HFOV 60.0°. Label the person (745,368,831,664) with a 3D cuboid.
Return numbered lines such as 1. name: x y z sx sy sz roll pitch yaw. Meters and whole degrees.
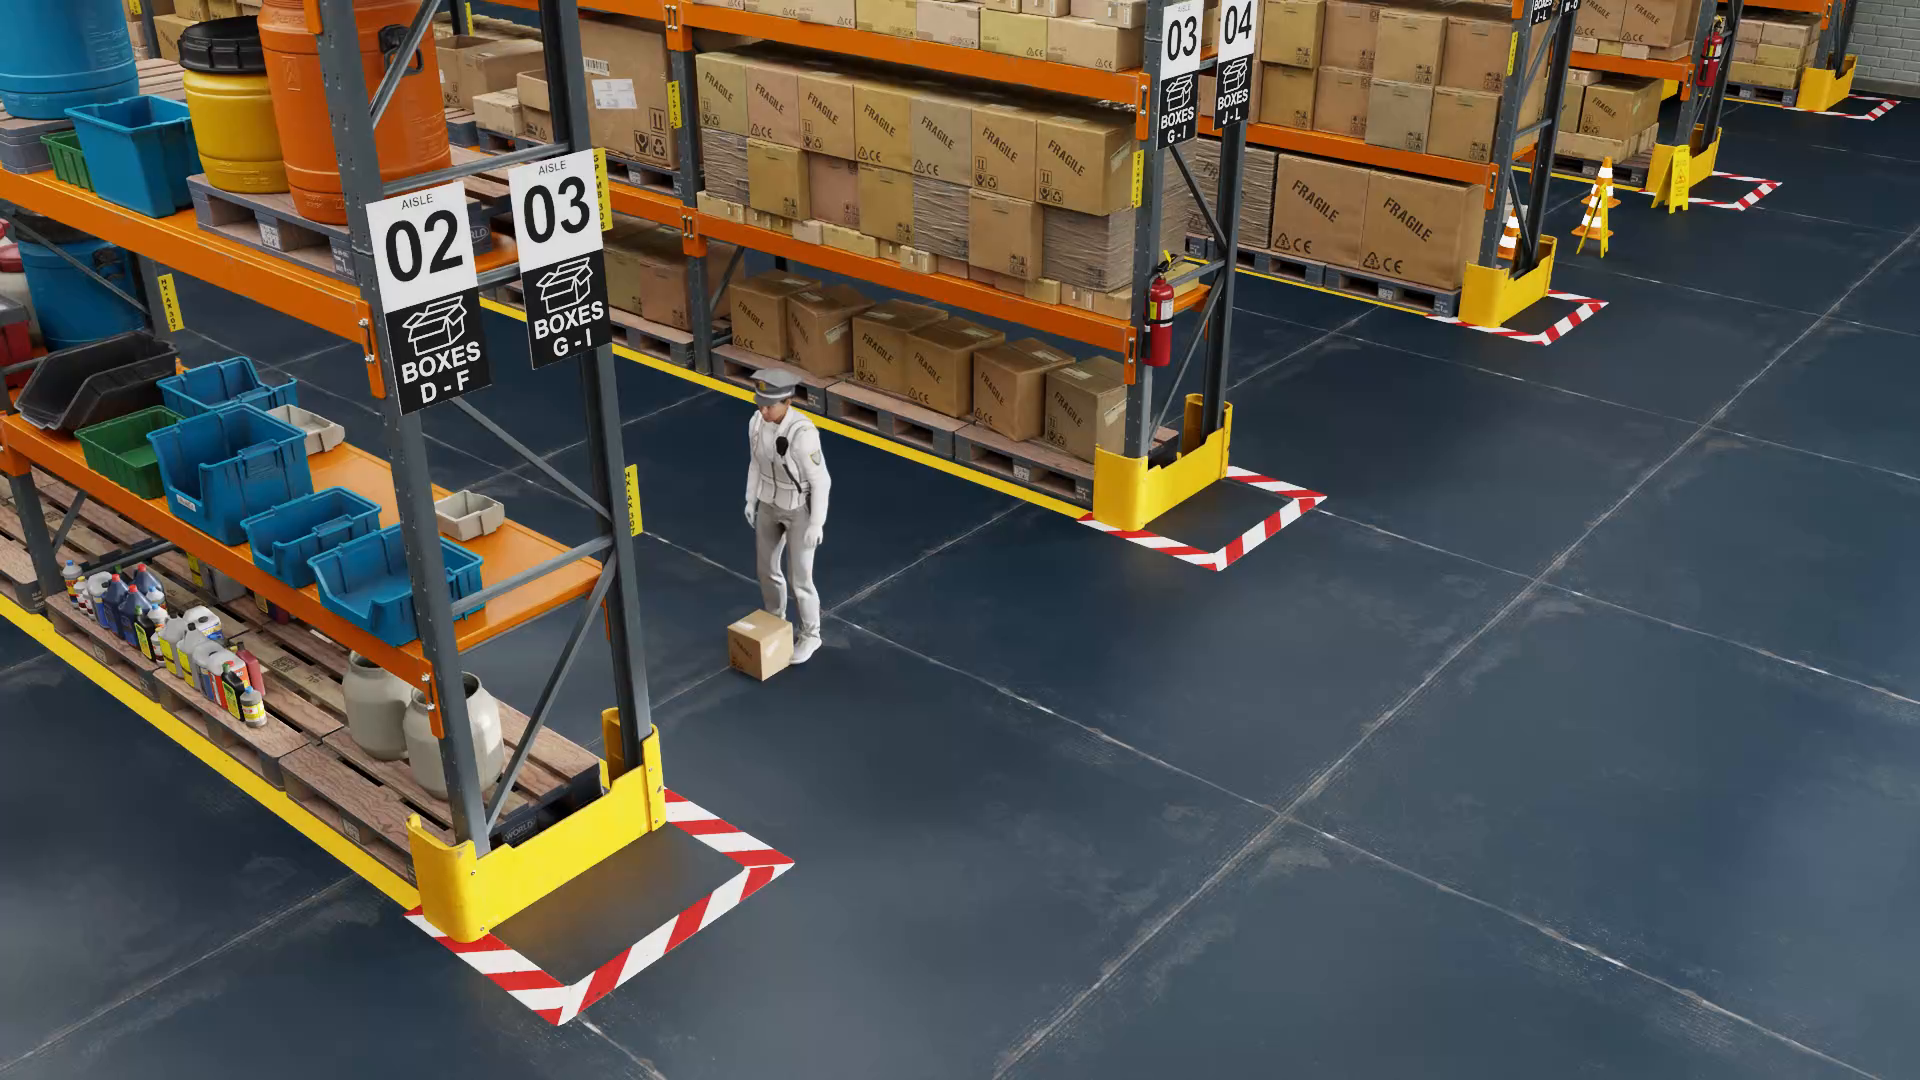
1. person: -0.931 -0.143 8.891 0.538 1.662 0.373 19 33 32
